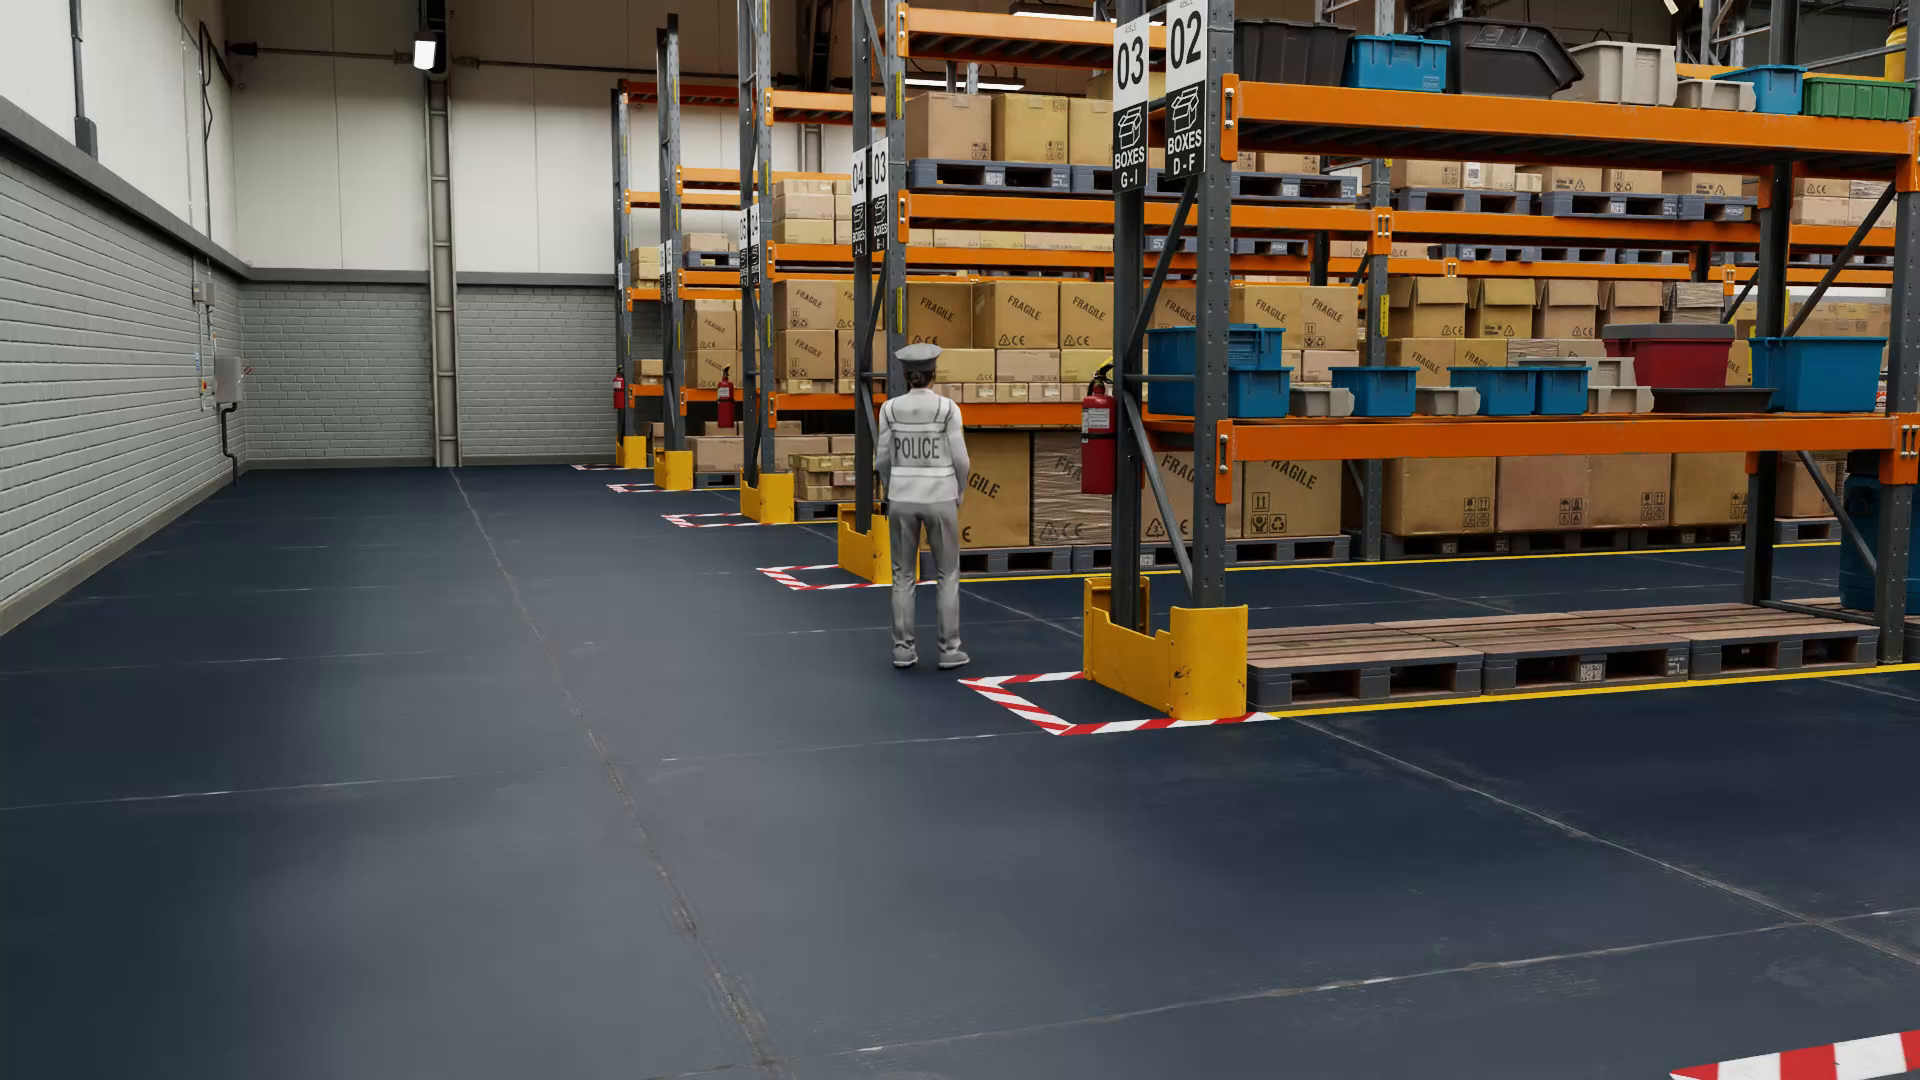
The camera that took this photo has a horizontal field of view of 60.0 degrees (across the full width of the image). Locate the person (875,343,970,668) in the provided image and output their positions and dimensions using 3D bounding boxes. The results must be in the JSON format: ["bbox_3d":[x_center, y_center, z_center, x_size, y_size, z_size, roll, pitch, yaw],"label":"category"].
[{"bbox_3d":[-0.185,-0.183,8.708,0.495,1.689,0.452,1,6,11],"label":"person"}]
